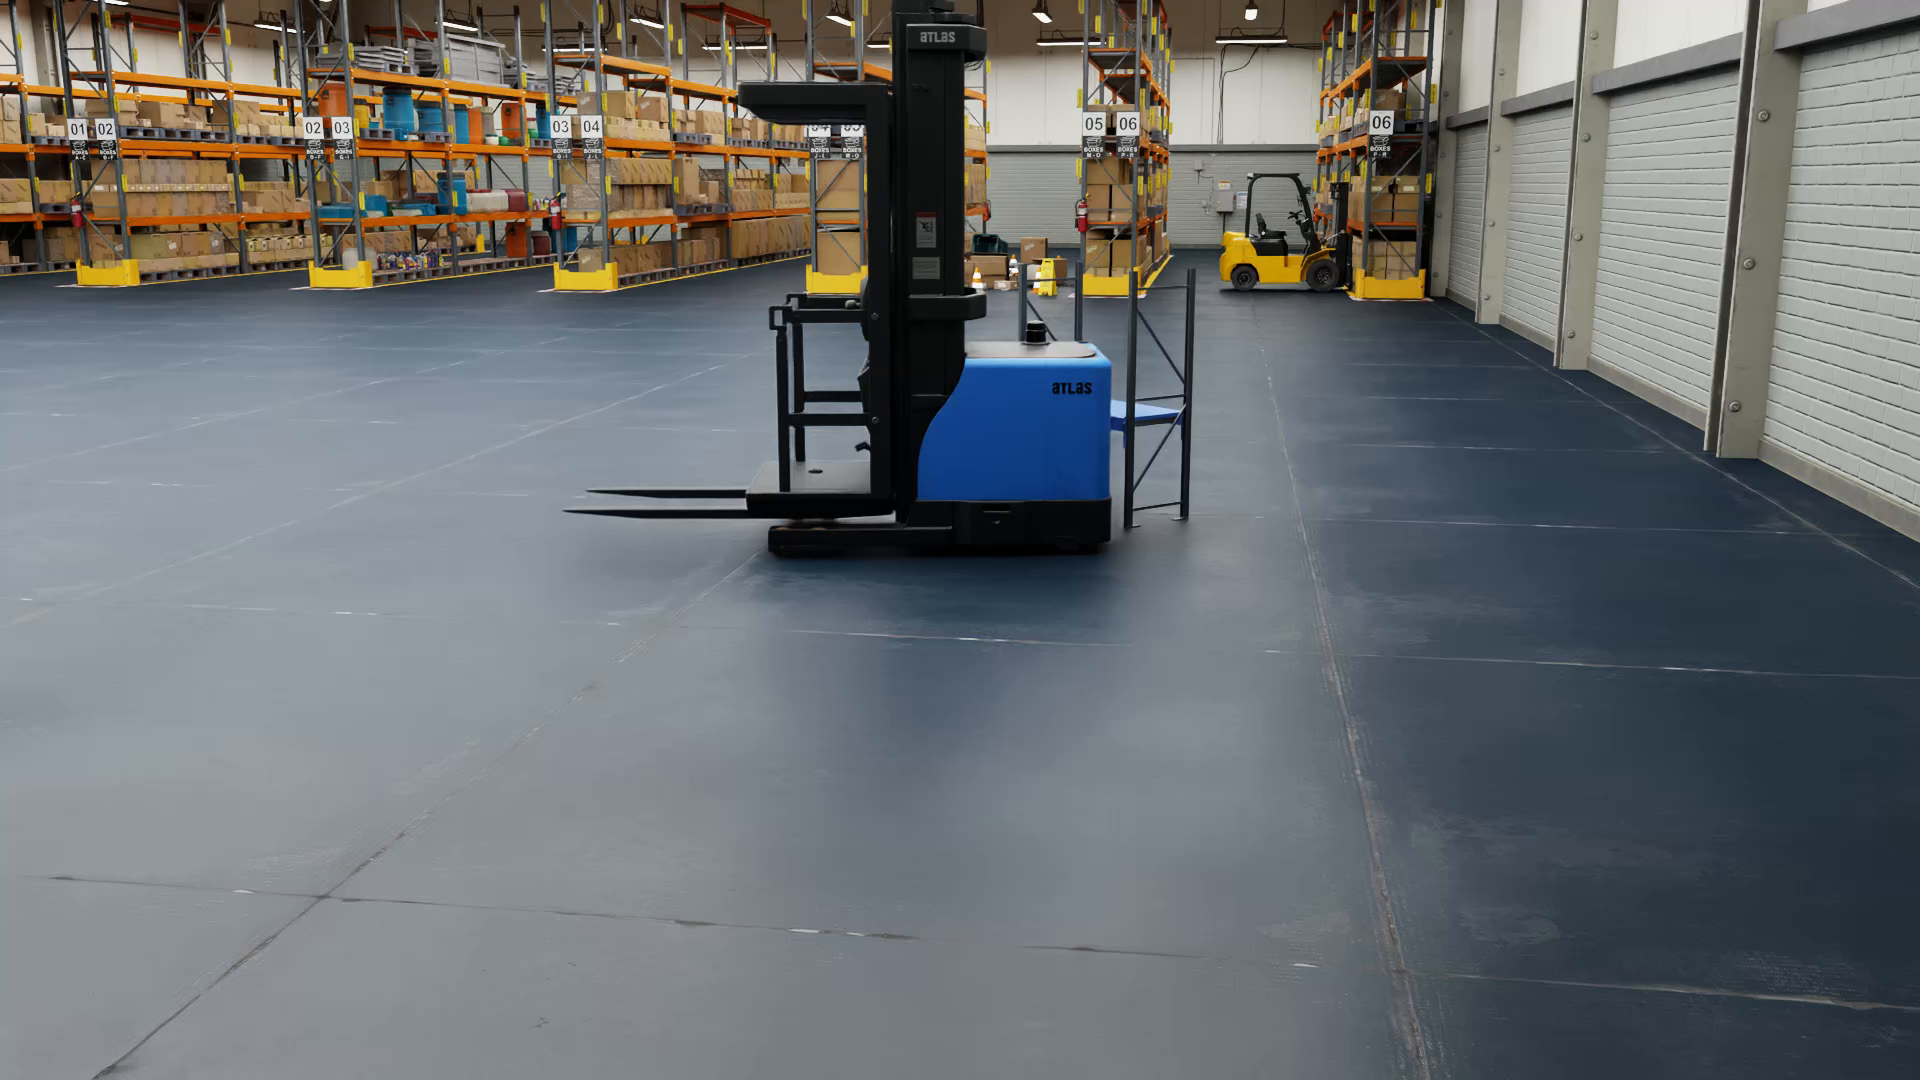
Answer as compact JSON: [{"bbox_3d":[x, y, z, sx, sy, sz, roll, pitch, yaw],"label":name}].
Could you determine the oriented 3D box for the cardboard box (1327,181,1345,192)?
[{"bbox_3d":[8.875,-8.012,38.310,0.797,0.503,0.637,2,12,7],"label":"cardboard box"}]

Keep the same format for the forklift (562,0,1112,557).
[{"bbox_3d":[-0.688,-1.451,9.268,3.031,2.935,1.130,0,12,-1],"label":"forklift"}]

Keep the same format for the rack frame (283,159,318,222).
[{"bbox_3d":[-19.343,-10.039,48.955,1.000,3.000,0.127,2,12,9],"label":"rack frame"}]

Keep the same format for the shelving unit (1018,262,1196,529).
[{"bbox_3d":[0.876,-0.920,10.204,0.538,1.500,1.048,-9,15,-35],"label":"shelving unit"}]

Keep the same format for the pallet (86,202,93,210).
[{"bbox_3d":[-20.578,-8.128,40.543,1.213,0.211,1.003,2,12,9],"label":"pallet"}]

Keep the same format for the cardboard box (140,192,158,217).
[{"bbox_3d":[-16.748,-6.803,33.705,0.700,0.500,0.500,2,12,10],"label":"cardboard box"}]

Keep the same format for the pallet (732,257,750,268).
[{"bbox_3d":[-5.695,-6.690,40.037,1.003,0.211,1.213,2,12,9],"label":"pallet"}]

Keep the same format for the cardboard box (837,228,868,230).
[{"bbox_3d":[-1.921,-5.728,32.997,0.875,0.875,0.875,2,12,9],"label":"cardboard box"}]

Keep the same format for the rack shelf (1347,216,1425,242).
[{"bbox_3d":[7.884,-5.810,31.041,1.077,0.370,4.000,2,12,9],"label":"rack shelf"}]

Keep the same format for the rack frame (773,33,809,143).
[{"bbox_3d":[-4.660,-12.490,46.088,1.000,3.000,0.127,2,12,9],"label":"rack frame"}]

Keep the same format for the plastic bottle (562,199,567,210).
[{"bbox_3d":[-10.065,-8.523,42.215,0.152,0.276,0.135,2,12,9],"label":"plastic bottle"}]

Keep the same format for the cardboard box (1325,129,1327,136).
[{"bbox_3d":[8.844,-9.633,39.315,0.380,0.149,0.250,2,12,9],"label":"cardboard box"}]

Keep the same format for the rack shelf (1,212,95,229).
[{"bbox_3d":[-20.881,-7.605,39.371,1.077,0.370,4.000,2,12,9],"label":"rack shelf"}]

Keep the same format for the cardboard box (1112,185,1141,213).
[{"bbox_3d":[3.018,-6.189,30.150,0.500,0.500,0.500,2,12,8],"label":"cardboard box"}]

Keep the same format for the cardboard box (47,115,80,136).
[{"bbox_3d":[-20.836,-9.629,38.700,0.500,0.500,0.500,1,12,7],"label":"cardboard box"}]

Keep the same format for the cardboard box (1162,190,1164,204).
[{"bbox_3d":[4.848,-8.542,41.770,0.500,0.500,0.500,2,12,11],"label":"cardboard box"}]

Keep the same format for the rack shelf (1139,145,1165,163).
[{"bbox_3d":[4.209,-9.102,39.195,1.077,0.370,4.000,2,12,9],"label":"rack shelf"}]

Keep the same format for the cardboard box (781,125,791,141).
[{"bbox_3d":[-4.906,-10.875,44.243,0.700,0.500,0.500,2,12,11],"label":"cardboard box"}]

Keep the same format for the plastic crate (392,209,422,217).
[{"bbox_3d":[-11.399,-6.745,34.295,0.530,0.136,0.437,2,12,9],"label":"plastic crate"}]

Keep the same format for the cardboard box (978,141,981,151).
[{"bbox_3d":[0.256,-10.456,44.127,0.500,0.250,0.500,2,12,11],"label":"cardboard box"}]

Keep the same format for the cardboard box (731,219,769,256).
[{"bbox_3d":[-5.490,-7.571,41.552,1.225,0.875,0.875,1,12,7],"label":"cardboard box"}]

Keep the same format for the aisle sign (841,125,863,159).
[{"bbox_3d":[-1.950,-7.291,30.035,0.394,0.787,0.004,2,12,9],"label":"aisle sign"}]

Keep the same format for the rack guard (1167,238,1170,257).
[{"bbox_3d":[5.136,-8.019,45.517,1.175,0.500,0.348,2,12,9],"label":"rack guard"}]

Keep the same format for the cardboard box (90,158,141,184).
[{"bbox_3d":[-16.816,-7.339,33.112,0.700,0.500,0.500,2,12,9],"label":"cardboard box"}]

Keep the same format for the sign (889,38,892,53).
[{"bbox_3d":[-1.542,-11.154,37.483,0.100,0.325,0.005,2,12,9],"label":"sign"}]

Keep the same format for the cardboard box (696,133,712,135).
[{"bbox_3d":[-5.864,-8.970,37.231,0.500,0.250,0.500,2,12,10],"label":"cardboard box"}]

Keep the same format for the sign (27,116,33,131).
[{"bbox_3d":[-20.651,-9.244,36.919,0.100,0.325,0.005,2,12,9],"label":"sign"}]

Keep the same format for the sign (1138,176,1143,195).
[{"bbox_3d":[3.208,-6.311,29.603,0.100,0.325,0.005,2,12,9],"label":"sign"}]

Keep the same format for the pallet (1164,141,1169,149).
[{"bbox_3d":[5.028,-10.504,44.206,1.003,0.211,1.213,2,12,9],"label":"pallet"}]

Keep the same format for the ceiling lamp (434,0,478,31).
[{"bbox_3d":[-12.522,-14.570,41.887,0.800,3.185,2.000,2,12,9],"label":"ceiling lamp"}]

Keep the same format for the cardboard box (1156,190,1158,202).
[{"bbox_3d":[4.304,-7.947,38.418,0.500,0.250,0.500,2,12,10],"label":"cardboard box"}]

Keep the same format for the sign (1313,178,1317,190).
[{"bbox_3d":[9.501,-9.517,44.478,0.100,0.325,0.005,2,12,9],"label":"sign"}]

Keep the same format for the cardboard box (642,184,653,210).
[{"bbox_3d":[-6.725,-6.952,33.686,0.875,0.500,0.500,2,12,9],"label":"cardboard box"}]

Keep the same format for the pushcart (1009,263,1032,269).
[{"bbox_3d":[1.026,-5.520,34.210,1.648,0.377,0.936,-2,12,-11],"label":"pushcart"}]

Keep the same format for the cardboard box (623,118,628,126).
[{"bbox_3d":[-6.643,-8.077,32.139,0.380,0.149,0.250,2,12,9],"label":"cardboard box"}]

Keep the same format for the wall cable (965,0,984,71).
[{"bbox_3d":[-0.385,-15.128,50.693,2.277,5.999,0.120,2,12,9],"label":"wall cable"}]

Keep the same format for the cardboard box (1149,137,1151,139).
[{"bbox_3d":[4.031,-8.790,36.636,0.380,0.149,0.250,2,12,9],"label":"cardboard box"}]

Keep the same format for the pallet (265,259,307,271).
[{"bbox_3d":[-16.033,-6.427,38.815,1.003,0.211,1.213,2,12,9],"label":"pallet"}]

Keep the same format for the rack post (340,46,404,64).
[{"bbox_3d":[-11.748,-9.687,33.263,0.937,0.300,0.954,2,12,8],"label":"rack post"}]

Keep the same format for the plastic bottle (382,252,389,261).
[{"bbox_3d":[-12.028,-5.857,34.796,0.144,0.351,0.185,2,12,8],"label":"plastic bottle"}]

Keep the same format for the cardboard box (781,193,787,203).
[{"bbox_3d":[-4.863,-8.989,43.735,0.500,0.250,0.500,2,12,8],"label":"cardboard box"}]

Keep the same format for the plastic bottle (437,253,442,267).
[{"bbox_3d":[-11.147,-5.996,35.600,0.061,0.283,0.133,3,12,11],"label":"plastic bottle"}]

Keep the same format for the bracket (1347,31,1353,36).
[{"bbox_3d":[11.420,-14.892,48.689,0.235,0.232,0.430,2,12,9],"label":"bracket"}]

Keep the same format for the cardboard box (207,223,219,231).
[{"bbox_3d":[-20.064,-8.036,43.767,0.750,0.750,0.750,2,12,10],"label":"cardboard box"}]

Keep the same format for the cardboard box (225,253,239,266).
[{"bbox_3d":[-16.149,-6.139,36.387,0.500,0.250,0.500,2,12,9],"label":"cardboard box"}]

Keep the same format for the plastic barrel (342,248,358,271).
[{"bbox_3d":[-11.989,-5.516,32.875,0.421,0.512,0.421,0,12,0],"label":"plastic barrel"}]

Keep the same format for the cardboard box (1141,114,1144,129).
[{"bbox_3d":[3.099,-7.644,30.375,0.500,0.250,0.500,2,12,8],"label":"cardboard box"}]
